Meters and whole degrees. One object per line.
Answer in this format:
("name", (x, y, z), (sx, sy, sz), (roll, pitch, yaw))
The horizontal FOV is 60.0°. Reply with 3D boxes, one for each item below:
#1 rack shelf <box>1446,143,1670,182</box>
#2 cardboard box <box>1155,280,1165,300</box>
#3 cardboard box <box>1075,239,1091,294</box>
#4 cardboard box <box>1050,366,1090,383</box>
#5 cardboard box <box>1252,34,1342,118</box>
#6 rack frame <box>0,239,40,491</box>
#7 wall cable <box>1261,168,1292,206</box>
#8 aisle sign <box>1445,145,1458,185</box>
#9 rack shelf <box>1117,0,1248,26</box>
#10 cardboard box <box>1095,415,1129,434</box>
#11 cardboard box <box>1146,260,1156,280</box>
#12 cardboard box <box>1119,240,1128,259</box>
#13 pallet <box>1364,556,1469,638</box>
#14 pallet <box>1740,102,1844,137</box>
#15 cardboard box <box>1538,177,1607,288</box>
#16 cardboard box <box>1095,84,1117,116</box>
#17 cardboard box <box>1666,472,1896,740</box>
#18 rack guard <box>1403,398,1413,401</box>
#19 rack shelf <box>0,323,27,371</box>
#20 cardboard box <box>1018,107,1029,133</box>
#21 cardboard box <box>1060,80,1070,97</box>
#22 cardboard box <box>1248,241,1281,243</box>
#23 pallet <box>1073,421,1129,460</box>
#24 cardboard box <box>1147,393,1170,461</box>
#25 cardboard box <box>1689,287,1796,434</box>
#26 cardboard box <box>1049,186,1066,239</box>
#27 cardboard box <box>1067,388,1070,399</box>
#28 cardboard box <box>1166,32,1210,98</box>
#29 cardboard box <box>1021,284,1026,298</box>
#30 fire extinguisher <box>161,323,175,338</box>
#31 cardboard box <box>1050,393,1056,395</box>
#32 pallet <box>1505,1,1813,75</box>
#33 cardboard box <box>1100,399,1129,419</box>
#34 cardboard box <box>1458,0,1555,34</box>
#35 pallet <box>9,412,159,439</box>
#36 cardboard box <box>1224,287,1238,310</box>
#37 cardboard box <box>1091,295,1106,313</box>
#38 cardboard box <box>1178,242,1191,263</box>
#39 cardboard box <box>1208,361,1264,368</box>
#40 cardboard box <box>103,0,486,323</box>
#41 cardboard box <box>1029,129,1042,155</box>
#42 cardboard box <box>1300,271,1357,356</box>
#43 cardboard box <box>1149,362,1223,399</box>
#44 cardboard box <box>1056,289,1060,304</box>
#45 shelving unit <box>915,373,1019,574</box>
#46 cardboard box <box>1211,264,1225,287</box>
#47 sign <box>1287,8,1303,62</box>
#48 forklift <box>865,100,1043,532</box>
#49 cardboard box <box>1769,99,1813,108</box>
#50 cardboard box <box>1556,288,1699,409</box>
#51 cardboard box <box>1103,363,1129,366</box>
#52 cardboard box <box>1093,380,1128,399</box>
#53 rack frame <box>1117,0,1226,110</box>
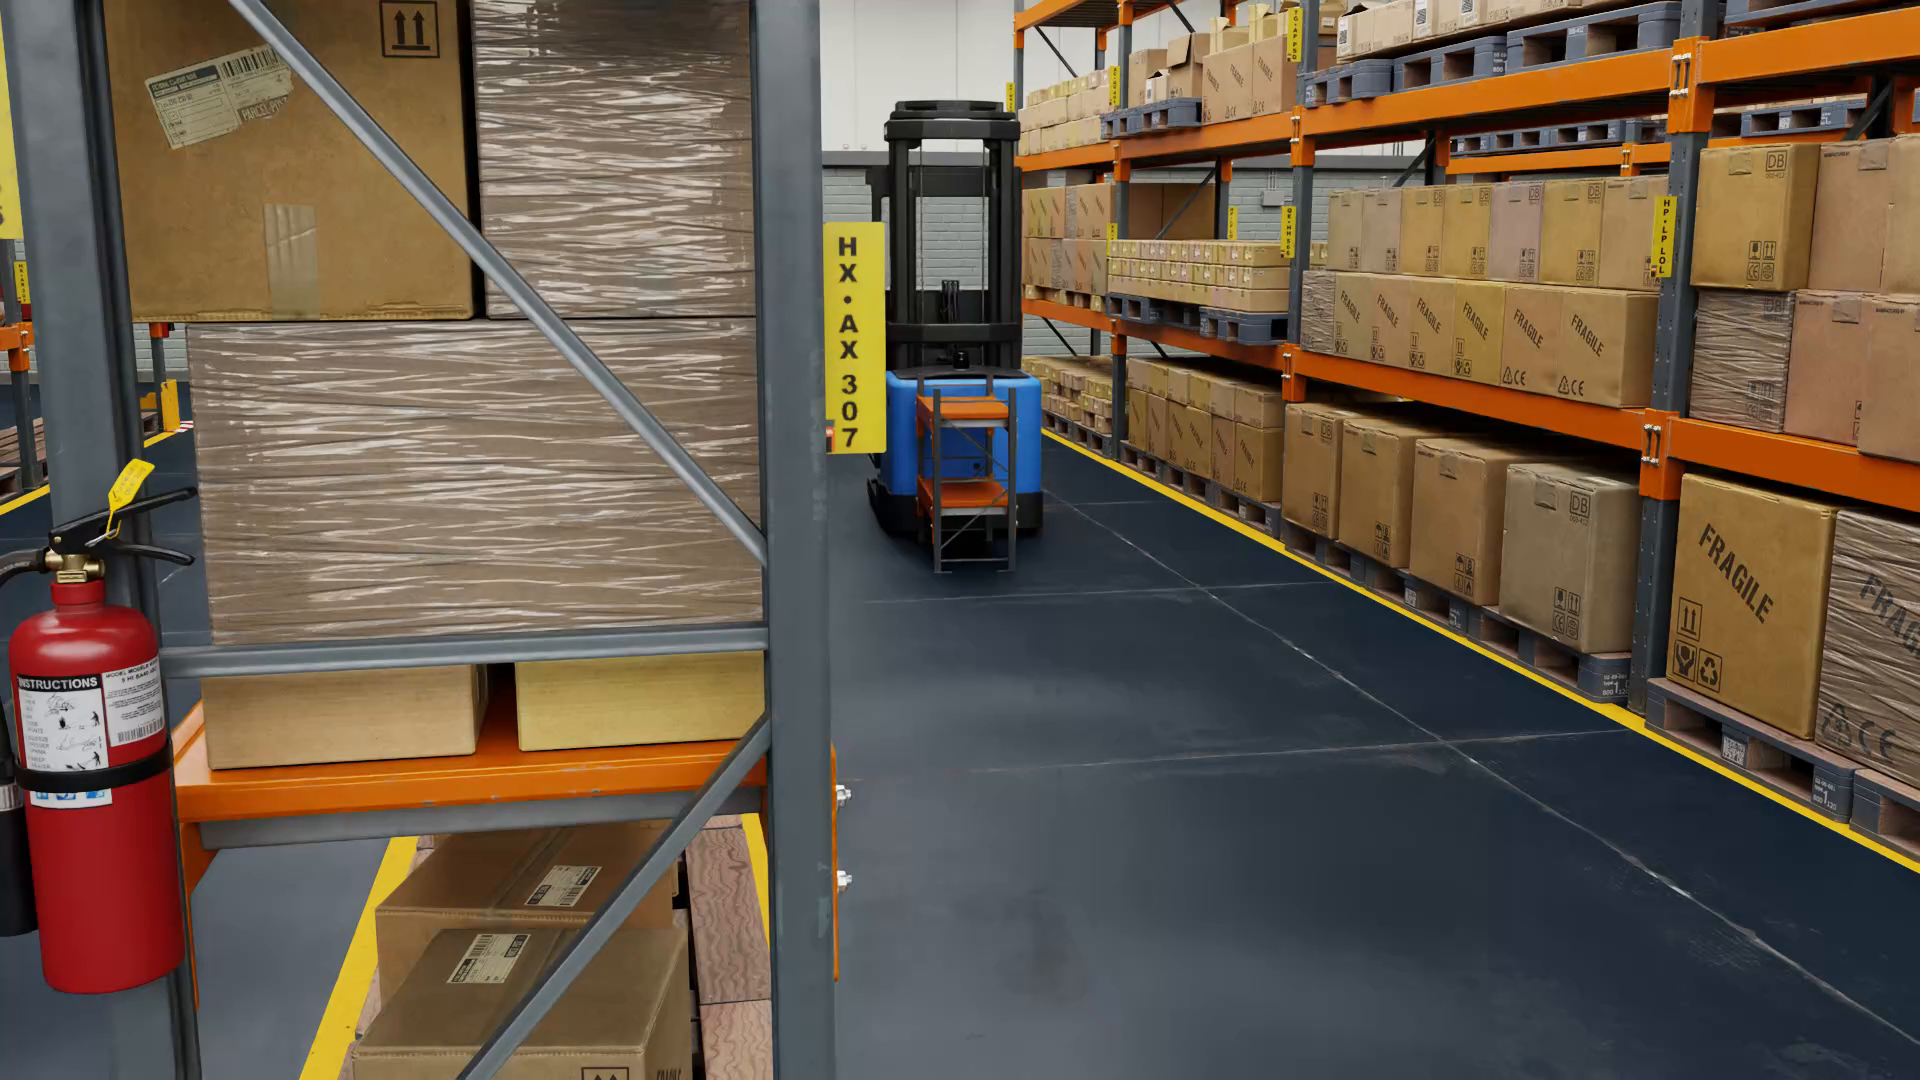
("rack shelf", (6.310, -3.888, 17.501), (1.077, 0.370, 4.000), (-2, 11, -11))
("cardboard box", (1.748, -1.957, 13.003), (0.380, 0.149, 0.250), (-2, 11, -12))
("cardboard box", (1.392, -2.571, 15.619), (0.500, 0.500, 0.500), (-2, 11, -13))
("cardboard box", (1.129, -1.685, 16.936), (0.380, 0.149, 0.250), (-2, 11, -10))
("cardboard box", (2.281, -3.087, 11.101), (0.500, 0.500, 0.500), (-2, 11, -11))
("rack frame", (-7.880, -1.860, 12.947), (1.000, 3.000, 0.127), (-2, 11, -11))
("wall cable", (4.802, -4.682, 24.973), (0.585, 1.953, 0.123), (-2, 11, -11))
("aisle sign", (5.623, -4.414, 19.412), (0.394, 0.787, 0.004), (-2, 11, -11))
("rack shelf", (2.252, -4.233, 12.360), (1.077, 0.370, 4.000), (-2, 11, -11))
("cardboard box", (1.453, -1.067, 15.284), (0.380, 0.149, 0.250), (-2, 11, -10))
("cardboard box", (1.697, -2.150, 13.225), (0.380, 0.149, 0.250), (-2, 11, -9))
("cardboard box", (1.549, -2.437, 13.937), (0.380, 0.149, 0.250), (-2, 11, -9))
("pallet", (2.955, 0.272, 9.203), (1.003, 0.211, 1.213), (-2, 11, -11))
("pallet", (7.079, -3.369, 13.357), (1.003, 0.211, 1.213), (-2, 11, -8))
("cardboard box", (3.215, -1.460, 7.905), (0.700, 0.500, 0.500), (-2, 11, -12))
("cardboard box", (1.524, -3.923, 14.827), (0.500, 0.250, 0.500), (-3, 11, -14))
("cardboard box", (3.473, 0.220, 6.575), (0.875, 0.875, 0.875), (-2, 11, -10))
("rack guard", (5.917, -1.911, 19.898), (1.175, 0.500, 0.348), (-2, 11, -11))
("rack shelf", (-7.491, -1.140, 11.087), (1.077, 0.370, 4.000), (-2, 11, -11))
("cardboard box", (0.918, -4.489, 17.803), (0.500, 0.250, 0.500), (-2, 11, -10))
("cardboard box", (1.188, -4.373, 16.124), (0.380, 0.149, 0.250), (-2, 11, -12))
("cardboard box", (2.439, -2.222, 12.808), (0.380, 0.149, 0.250), (-2, 11, -12))
("pallet", (1.698, -0.954, 15.645), (1.003, 0.211, 1.213), (-2, 11, -11))
("cardboard box", (1.851, -0.938, 13.666), (0.500, 0.500, 0.500), (-2, 11, -8))
("cardboard box", (3.503, -0.741, 6.668), (0.875, 0.550, 0.550), (-2, 11, -11))
("cardboard box", (1.198, -3.248, 16.503), (0.500, 0.500, 0.500), (-2, 11, -13))
("cardboard box", (1.292, -1.494, 16.729), (0.380, 0.149, 0.250), (-2, 11, -8))
("cardboard box", (2.035, -3.645, 12.901), (0.797, 0.503, 0.637), (-2, 11, -12))
("cardboard box", (0.827, -2.741, 18.247), (0.380, 0.149, 0.250), (-2, 11, -11))
("fire extinguisher", (-8.242, -2.417, 17.076), (0.296, 0.674, 0.183), (-2, 11, -11))
("cardboard box", (1.145, -1.449, 17.290), (0.380, 0.149, 0.250), (-2, 11, -11))
("pallet", (3.193, -2.281, 7.646), (0.805, 0.209, 1.217), (-3, 11, -13))
("cardboard box", (1.490, -1.200, 15.186), (0.380, 0.149, 0.250), (-2, 11, -10))
("cardboard box", (2.863, -2.734, 8.361), (0.500, 0.311, 0.500), (-3, 11, -13))
("pallet", (-8.536, -1.071, 16.260), (1.003, 0.211, 1.213), (-2, 11, -11))
("cardboard box", (2.048, -1.671, 11.501), (0.380, 0.149, 0.250), (-2, 11, -11))
("cardboard box", (1.421, -2.166, 15.225), (0.380, 0.149, 0.250), (-2, 11, -13))
("cardboard box", (1.847, -2.154, 12.449), (0.380, 0.149, 0.250), (-2, 11, -8))
("cardboard box", (2.343, -1.327, 13.701), (0.500, 0.250, 0.500), (-2, 11, -8))
("cardboard box", (-1.037, -0.618, 2.682), (0.500, 0.500, 0.500), (-2, 11, -11))
("cardboard box", (1.020, -4.147, 17.342), (0.500, 0.250, 0.500), (-2, 11, -9))
("cardboard box", (2.464, -1.425, 10.396), (0.500, 0.500, 0.500), (-2, 11, -10))
("cardboard box", (1.854, -1.306, 13.593), (0.500, 0.250, 0.500), (-2, 11, -9))
("cardboard box", (1.180, -2.457, 16.754), (0.380, 0.149, 0.250), (-2, 11, -9))
("shelving unit", (0.029, -0.449, 10.545), (0.538, 1.125, 1.048), (-1, 11, -7))
("cardboard box", (1.991, -1.869, 11.745), (0.380, 0.149, 0.250), (-2, 11, -10))
("sign", (2.109, -3.177, 10.459), (0.100, 0.325, 0.005), (-2, 11, -11))
("forklift", (-0.125, -1.722, 12.403), (1.130, 2.935, 3.031), (-1, 11, -7))
("cardboard box", (6.850, -3.709, 13.246), (0.500, 0.500, 0.500), (-2, 11, -10))
("cardboard box", (3.056, -0.870, 7.477), (0.500, 0.500, 0.500), (-2, 11, -11))
("cardboard box", (1.699, -1.758, 17.320), (0.380, 0.149, 0.250), (-2, 11, -9))
("cardboard box", (1.450, -1.401, 15.447), (0.380, 0.149, 0.250), (-2, 11, -10))
("rack frame", (1.863, -5.149, 14.183), (1.000, 3.000, 0.127), (-2, 11, -11))
